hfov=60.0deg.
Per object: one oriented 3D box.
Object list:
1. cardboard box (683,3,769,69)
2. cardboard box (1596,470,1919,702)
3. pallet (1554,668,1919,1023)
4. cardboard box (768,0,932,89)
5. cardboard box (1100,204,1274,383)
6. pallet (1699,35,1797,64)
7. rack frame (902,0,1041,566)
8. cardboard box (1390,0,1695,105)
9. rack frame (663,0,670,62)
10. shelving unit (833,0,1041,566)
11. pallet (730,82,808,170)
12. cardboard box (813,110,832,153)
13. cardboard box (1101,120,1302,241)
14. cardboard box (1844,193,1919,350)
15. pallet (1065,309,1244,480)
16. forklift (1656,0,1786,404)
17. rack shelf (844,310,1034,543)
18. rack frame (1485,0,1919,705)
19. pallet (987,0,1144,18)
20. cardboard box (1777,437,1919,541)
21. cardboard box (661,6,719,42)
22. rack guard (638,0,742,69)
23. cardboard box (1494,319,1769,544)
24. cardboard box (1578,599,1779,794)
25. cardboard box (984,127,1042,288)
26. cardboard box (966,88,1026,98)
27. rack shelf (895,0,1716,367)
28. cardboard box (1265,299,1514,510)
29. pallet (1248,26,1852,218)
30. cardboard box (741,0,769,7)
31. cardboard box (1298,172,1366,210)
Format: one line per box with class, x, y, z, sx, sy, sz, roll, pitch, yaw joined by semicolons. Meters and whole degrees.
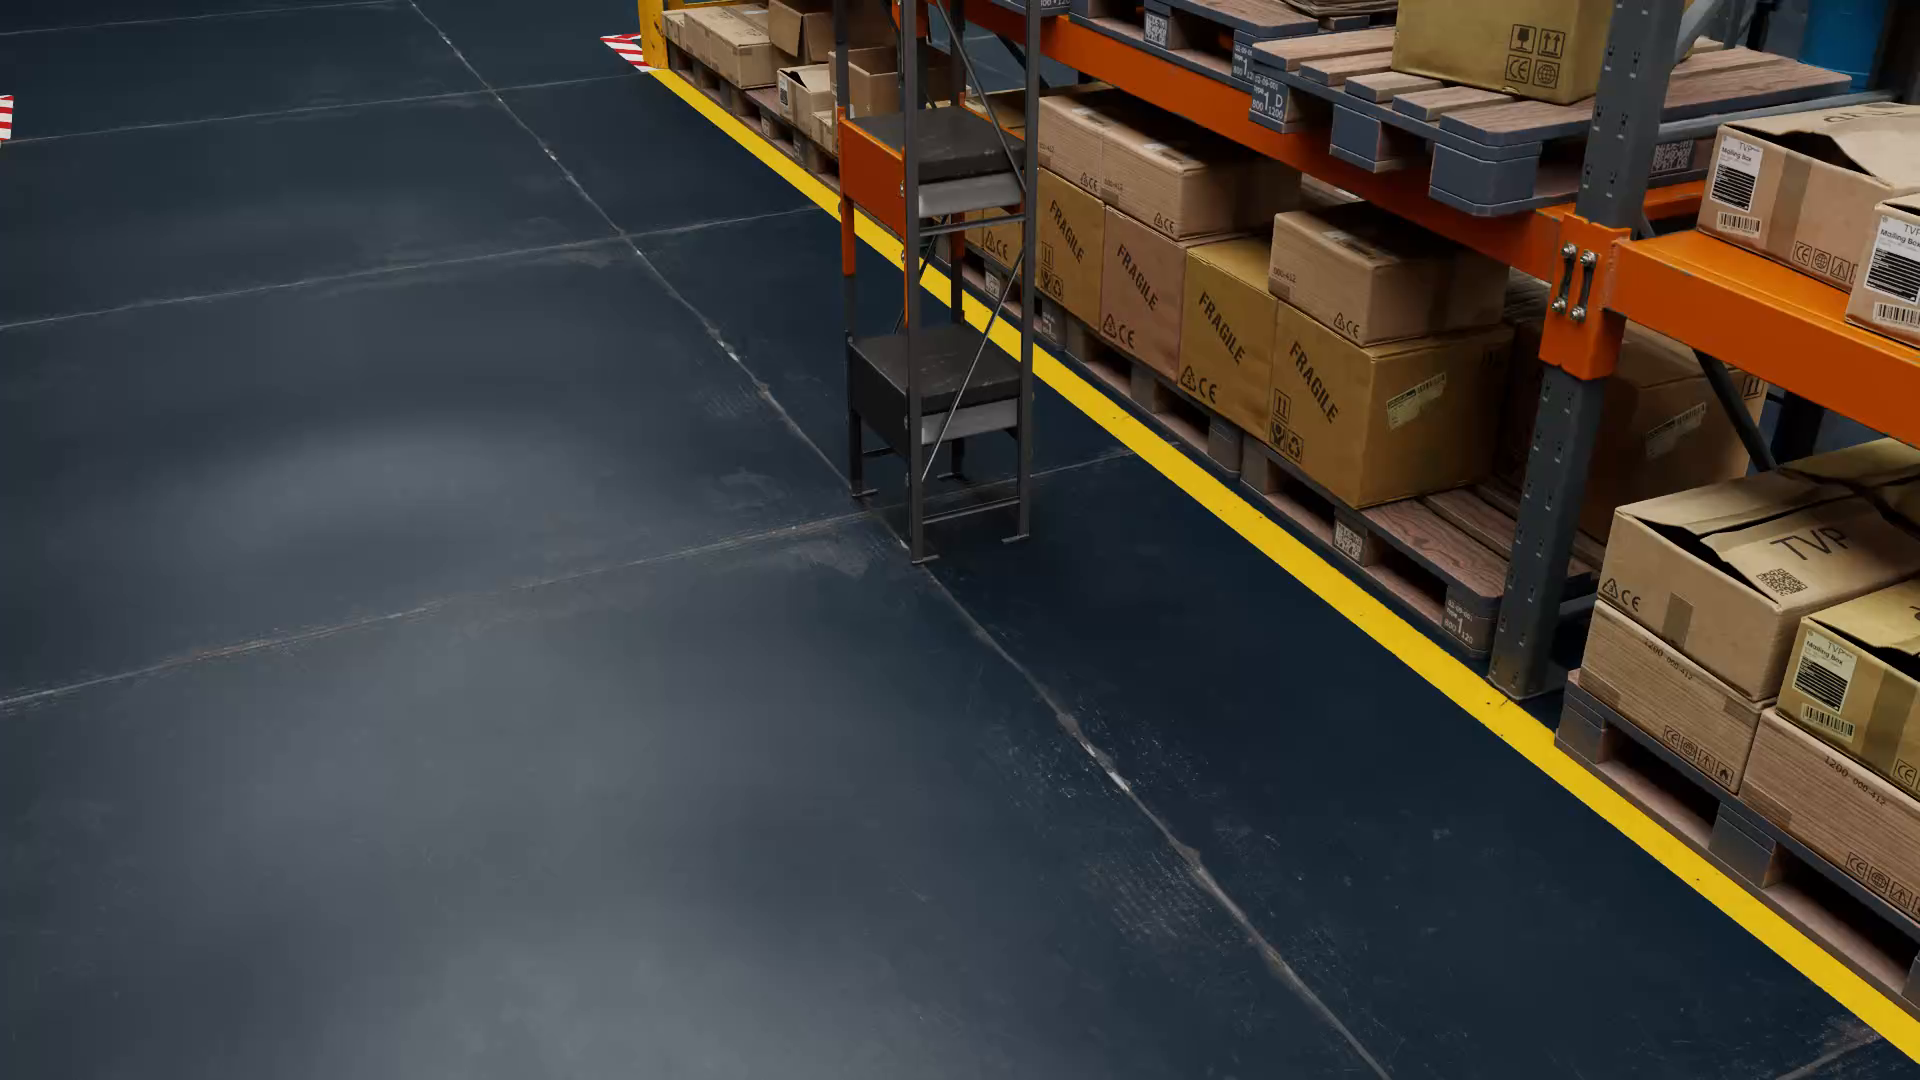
cardboard box;-1.324;-3.004;9.903;0.500;0.250;0.500;-13;32;-22
cardboard box;1.878;0.066;3.874;0.500;0.311;0.500;-12;31;-20
pallet;2.237;0.589;3.983;1.003;0.211;1.213;-13;32;-22
cardboard box;-0.610;-2.697;9.096;0.797;0.503;0.637;-13;32;-22
cardboard box;0.852;-0.923;5.936;0.500;0.500;0.500;-14;32;-24
pallet;4.326;-2.904;10.214;1.003;0.211;1.213;-13;32;-22
rack frame;0.034;-0.881;4.675;0.400;2.100;0.015;-13;32;-22
cardboard box;1.546;-1.480;4.291;0.700;0.500;0.500;-26;38;-38
rack frame;-1.516;-4.532;10.266;1.000;3.000;0.127;-13;32;-22
shelving unit;-0.071;-0.989;4.867;0.431;2.100;0.503;-13;32;-22
pallet;-0.620;-2.392;9.301;1.003;0.211;1.213;-13;32;-22
cardboard box;-0.515;-2.059;8.320;0.380;0.149;0.250;-13;32;-22
cardboard box;0.834;-1.266;5.780;0.500;0.250;0.500;-14;32;-23
cardboard box;2.127;-0.524;3.209;0.500;0.311;0.500;-13;32;-23
pallet;1.112;-0.658;6.208;1.003;0.211;1.213;-13;32;-22
forklift;2.510;-2.248;6.263;1.130;2.935;3.031;-13;32;-22
rack shelf;-0.071;-0.367;5.216;0.431;0.518;0.480;-13;32;-22
rack frame;1.918;-0.999;3.964;1.000;3.000;0.127;-13;32;-22
pallet;0.446;-2.306;6.492;1.003;0.211;1.213;-13;32;-22
cardboard box;2.366;-0.047;4.076;0.500;0.311;0.500;-12;32;-21
cardboard box;-1.647;-3.224;10.397;0.380;0.149;0.250;-13;32;-22
rack guard;-1.483;-3.409;10.818;1.175;0.500;0.348;-13;32;-22
cardboard box;1.981;-0.361;4.933;0.500;0.500;0.500;-12;31;-20
cardboard box;1.878;0.311;4.011;0.500;0.250;0.500;-13;32;-22
cardboard box;0.428;-1.369;6.730;0.500;0.500;0.500;-13;32;-21
cardboard box;0.216;-2.016;8.077;0.500;0.311;0.500;-13;32;-22
rack shelf;1.060;-1.568;5.715;1.077;0.370;4.000;-13;32;-22
cardboard box;1.305;-0.464;5.117;0.500;0.500;0.500;-12;31;-20
pallet;1.564;-1.200;4.519;1.213;0.211;1.003;-13;32;-22
cardboard box;-1.060;-3.446;10.434;0.500;0.500;0.500;-13;32;-22
cardboard box;1.312;-1.043;6.150;0.500;0.500;0.500;-14;32;-24
